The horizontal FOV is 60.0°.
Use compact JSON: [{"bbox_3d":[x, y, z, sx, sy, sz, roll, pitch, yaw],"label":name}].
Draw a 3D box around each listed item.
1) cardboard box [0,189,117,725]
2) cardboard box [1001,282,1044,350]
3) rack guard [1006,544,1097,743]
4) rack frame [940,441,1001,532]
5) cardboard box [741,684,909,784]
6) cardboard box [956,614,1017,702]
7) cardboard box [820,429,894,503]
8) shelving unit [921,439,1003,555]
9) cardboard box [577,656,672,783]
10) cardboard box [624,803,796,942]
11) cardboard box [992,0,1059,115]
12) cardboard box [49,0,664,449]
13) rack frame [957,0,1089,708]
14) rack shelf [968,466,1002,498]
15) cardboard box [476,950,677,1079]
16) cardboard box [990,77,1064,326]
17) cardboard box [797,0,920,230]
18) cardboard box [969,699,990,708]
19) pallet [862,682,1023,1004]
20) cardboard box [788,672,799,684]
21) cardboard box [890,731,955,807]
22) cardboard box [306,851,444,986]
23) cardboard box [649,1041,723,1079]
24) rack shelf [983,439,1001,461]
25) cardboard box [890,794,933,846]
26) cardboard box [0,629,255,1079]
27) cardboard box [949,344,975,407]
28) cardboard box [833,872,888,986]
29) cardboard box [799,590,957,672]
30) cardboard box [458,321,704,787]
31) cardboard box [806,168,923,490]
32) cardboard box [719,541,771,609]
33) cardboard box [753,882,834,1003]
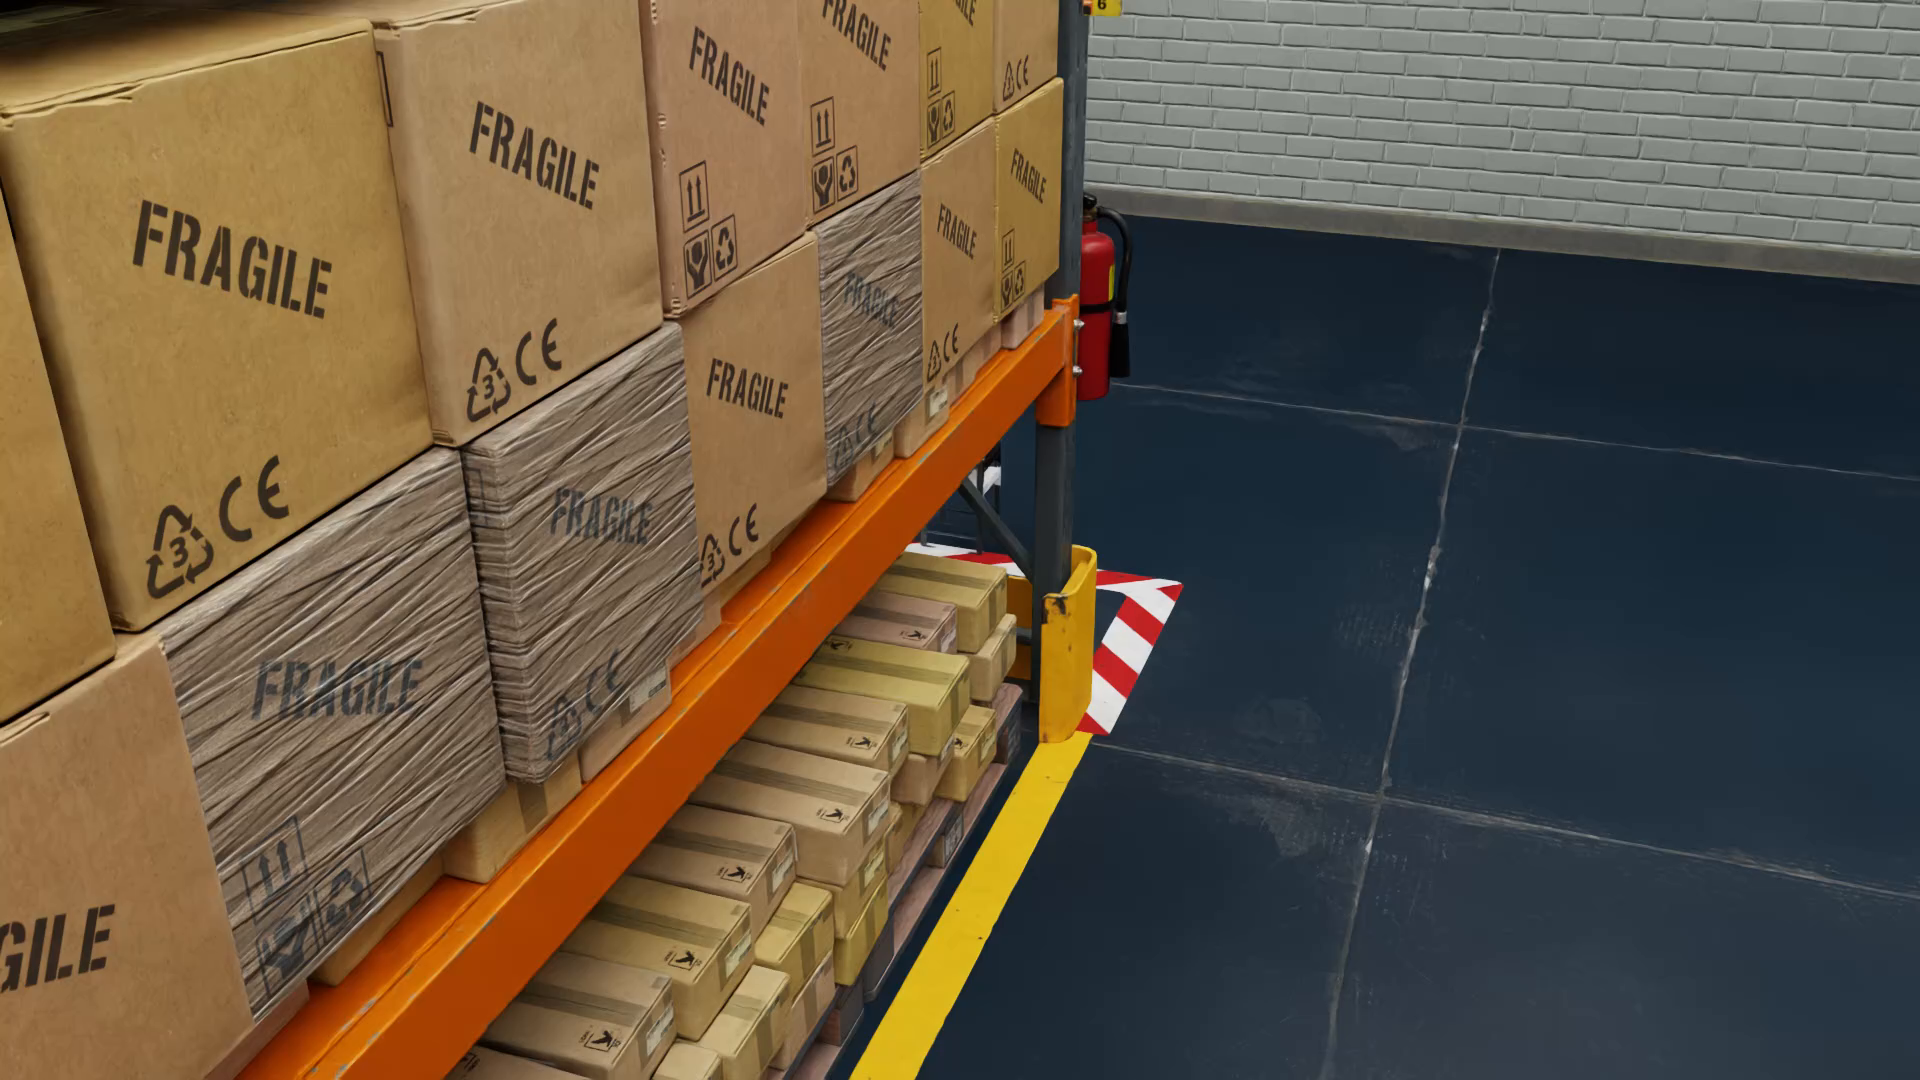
[{"bbox_3d":[-1.103,-0.053,1.314,0.500,0.500,0.500,9,27,19],"label":"cardboard box"},{"bbox_3d":[0.006,-0.630,4.397,0.380,0.149,0.250,9,27,18],"label":"cardboard box"},{"bbox_3d":[-0.177,0.238,5.184,1.175,0.500,0.348,9,27,17],"label":"rack guard"},{"bbox_3d":[0.037,-0.450,6.147,0.240,0.900,0.006,9,27,17],"label":"rack frame"},{"bbox_3d":[-0.339,0.480,3.924,0.380,0.149,0.250,8,27,15],"label":"cardboard box"},{"bbox_3d":[-0.059,0.301,4.635,0.380,0.149,0.250,8,27,16],"label":"cardboard box"},{"bbox_3d":[-0.360,-0.216,3.542,0.380,0.149,0.250,8,27,15],"label":"cardboard box"},{"bbox_3d":[0.003,-0.409,6.061,0.258,0.900,0.210,9,27,17],"label":"shelving unit"},{"bbox_3d":[-0.688,0.222,2.638,0.380,0.149,0.250,10,28,20],"label":"cardboard box"},{"bbox_3d":[-0.569,0.690,3.489,0.380,0.149,0.250,8,27,16],"label":"cardboard box"},{"bbox_3d":[-0.070,-1.323,3.936,0.500,0.500,0.500,8,27,16],"label":"cardboard box"},{"bbox_3d":[-0.748,-0.471,2.177,0.500,0.500,0.500,9,27,18],"label":"cardboard box"},{"bbox_3d":[-0.152,-0.918,4.704,1.000,3.000,0.127,9,27,17],"label":"rack frame"},{"bbox_3d":[0.003,-0.216,6.154,0.258,0.077,0.200,9,27,17],"label":"rack shelf"},{"bbox_3d":[-0.748,0.898,3.060,0.380,0.149,0.250,8,27,15],"label":"cardboard box"},{"bbox_3d":[-0.059,-0.875,4.159,0.500,0.500,0.500,9,27,18],"label":"cardboard box"},{"bbox_3d":[-0.403,-0.900,3.062,0.500,0.500,0.500,10,28,20],"label":"cardboard box"},{"bbox_3d":[-0.131,0.423,4.724,0.380,0.149,0.250,9,27,18],"label":"cardboard box"},{"bbox_3d":[-0.481,0.697,4.568,1.003,0.211,1.213,9,27,17],"label":"pallet"},{"bbox_3d":[-0.638,0.464,4.638,0.380,0.149,0.250,9,27,17],"label":"cardboard box"},{"bbox_3d":[-0.230,0.514,4.194,0.380,0.149,0.250,8,27,15],"label":"cardboard box"},{"bbox_3d":[-0.929,0.425,2.218,0.380,0.149,0.250,8,27,15],"label":"cardboard box"},{"bbox_3d":[-0.664,1.046,3.095,0.380,0.149,0.250,9,27,17],"label":"cardboard box"},{"bbox_3d":[0.003,-0.378,6.075,0.258,0.077,0.200,9,27,17],"label":"rack shelf"},{"bbox_3d":[-0.290,0.639,4.277,0.380,0.149,0.250,9,27,17],"label":"cardboard box"},{"bbox_3d":[-1.081,0.380,1.567,0.500,0.500,0.500,8,27,16],"label":"cardboard box"},{"bbox_3d":[-0.181,-0.428,3.980,0.380,0.149,0.250,8,27,17],"label":"cardboard box"},{"bbox_3d":[-0.385,0.856,3.829,0.380,0.149,0.250,8,27,15],"label":"cardboard box"},{"bbox_3d":[-0.227,0.258,4.383,0.380,0.149,0.250,9,27,18],"label":"cardboard box"},{"bbox_3d":[-0.721,-0.026,2.406,0.500,0.500,0.500,8,27,16],"label":"cardboard box"},{"bbox_3d":[-0.395,-0.454,3.290,0.500,0.500,0.500,9,27,18],"label":"cardboard box"},{"bbox_3d":[-0.579,-0.002,3.100,0.380,0.149,0.250,9,27,18],"label":"cardboard box"},{"bbox_3d":[-0.493,0.832,3.538,0.380,0.149,0.250,10,28,20],"label":"cardboard box"}]
